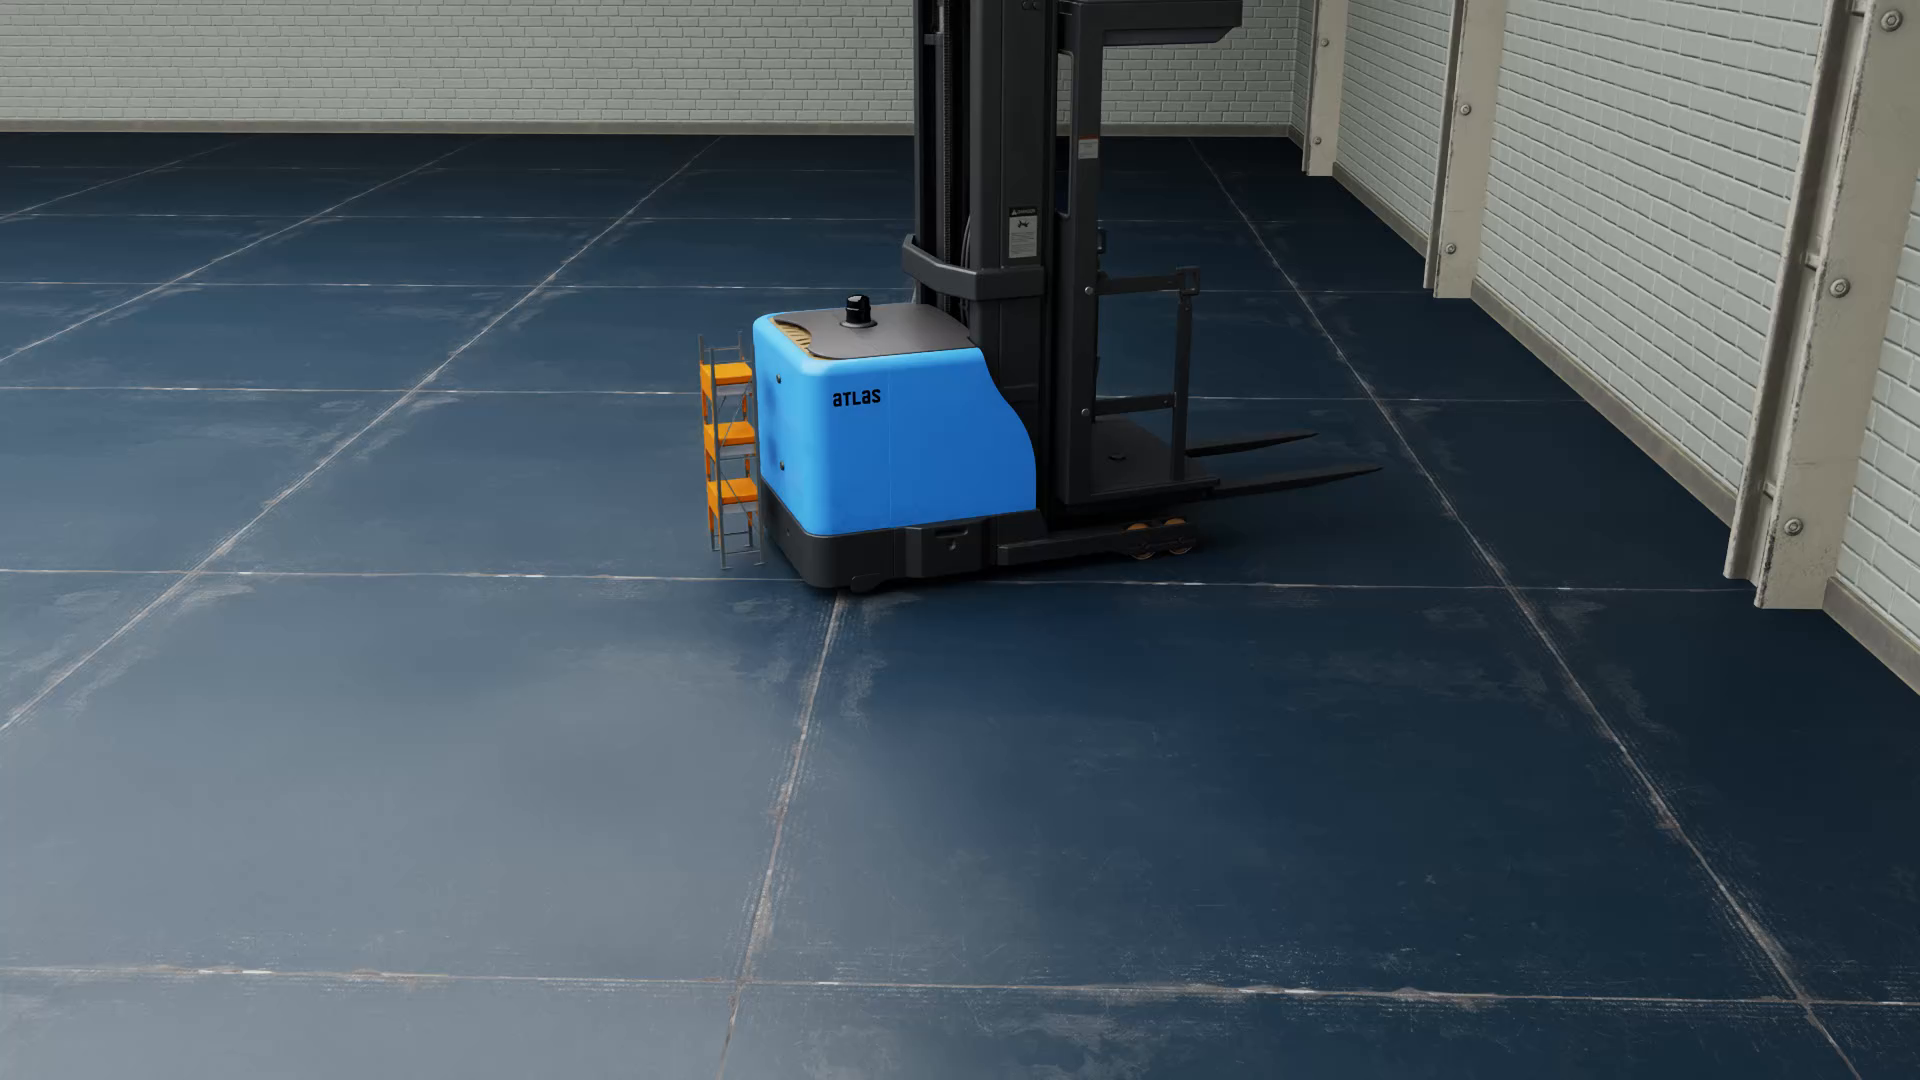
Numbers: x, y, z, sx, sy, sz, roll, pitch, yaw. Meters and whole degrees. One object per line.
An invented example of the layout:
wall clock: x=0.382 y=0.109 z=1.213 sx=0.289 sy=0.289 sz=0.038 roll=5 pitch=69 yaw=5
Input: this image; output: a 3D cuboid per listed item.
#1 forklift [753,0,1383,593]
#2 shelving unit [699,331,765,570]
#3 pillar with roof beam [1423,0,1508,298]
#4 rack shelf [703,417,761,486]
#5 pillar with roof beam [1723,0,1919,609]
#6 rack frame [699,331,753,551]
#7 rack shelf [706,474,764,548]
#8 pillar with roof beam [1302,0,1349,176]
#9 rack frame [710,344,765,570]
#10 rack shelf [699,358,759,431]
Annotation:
forklift: x=0.591 y=-1.445 z=7.702 sx=3.031 sy=2.935 sz=1.130 roll=-8 pitch=22 yaw=-19
shelving unit: x=-1.045 y=-0.407 z=7.627 sx=0.215 sy=1.050 sz=0.252 roll=-7 pitch=22 yaw=-18
pillar with roof beam: x=-0.473 y=-6.184 z=11.527 sx=9.100 sy=9.000 sz=0.400 roll=1 pitch=21 yaw=2
rack shelf: x=-1.045 y=-0.397 z=7.631 sx=0.215 sy=0.259 sz=0.240 roll=-7 pitch=22 yaw=-18
pillar with roof beam: x=-0.655 y=-4.015 z=5.936 sx=9.100 sy=9.000 sz=0.400 roll=1 pitch=21 yaw=2
rack frame: x=-1.086 y=-0.449 z=7.735 sx=0.200 sy=1.050 sz=0.008 roll=-7 pitch=22 yaw=-18
rack shelf: x=-1.045 y=-0.138 z=7.732 sx=0.215 sy=0.259 sz=0.240 roll=-7 pitch=22 yaw=-18
pillar with roof beam: x=-0.290 y=-8.354 z=17.118 sx=9.100 sy=9.000 sz=0.400 roll=1 pitch=21 yaw=2
rack frame: x=-1.005 y=-0.366 z=7.520 sx=0.200 sy=1.050 sz=0.008 roll=-7 pitch=22 yaw=-18
rack shelf: x=-1.045 y=-0.662 z=7.529 sx=0.215 sy=0.259 sz=0.240 roll=-7 pitch=22 yaw=-18
